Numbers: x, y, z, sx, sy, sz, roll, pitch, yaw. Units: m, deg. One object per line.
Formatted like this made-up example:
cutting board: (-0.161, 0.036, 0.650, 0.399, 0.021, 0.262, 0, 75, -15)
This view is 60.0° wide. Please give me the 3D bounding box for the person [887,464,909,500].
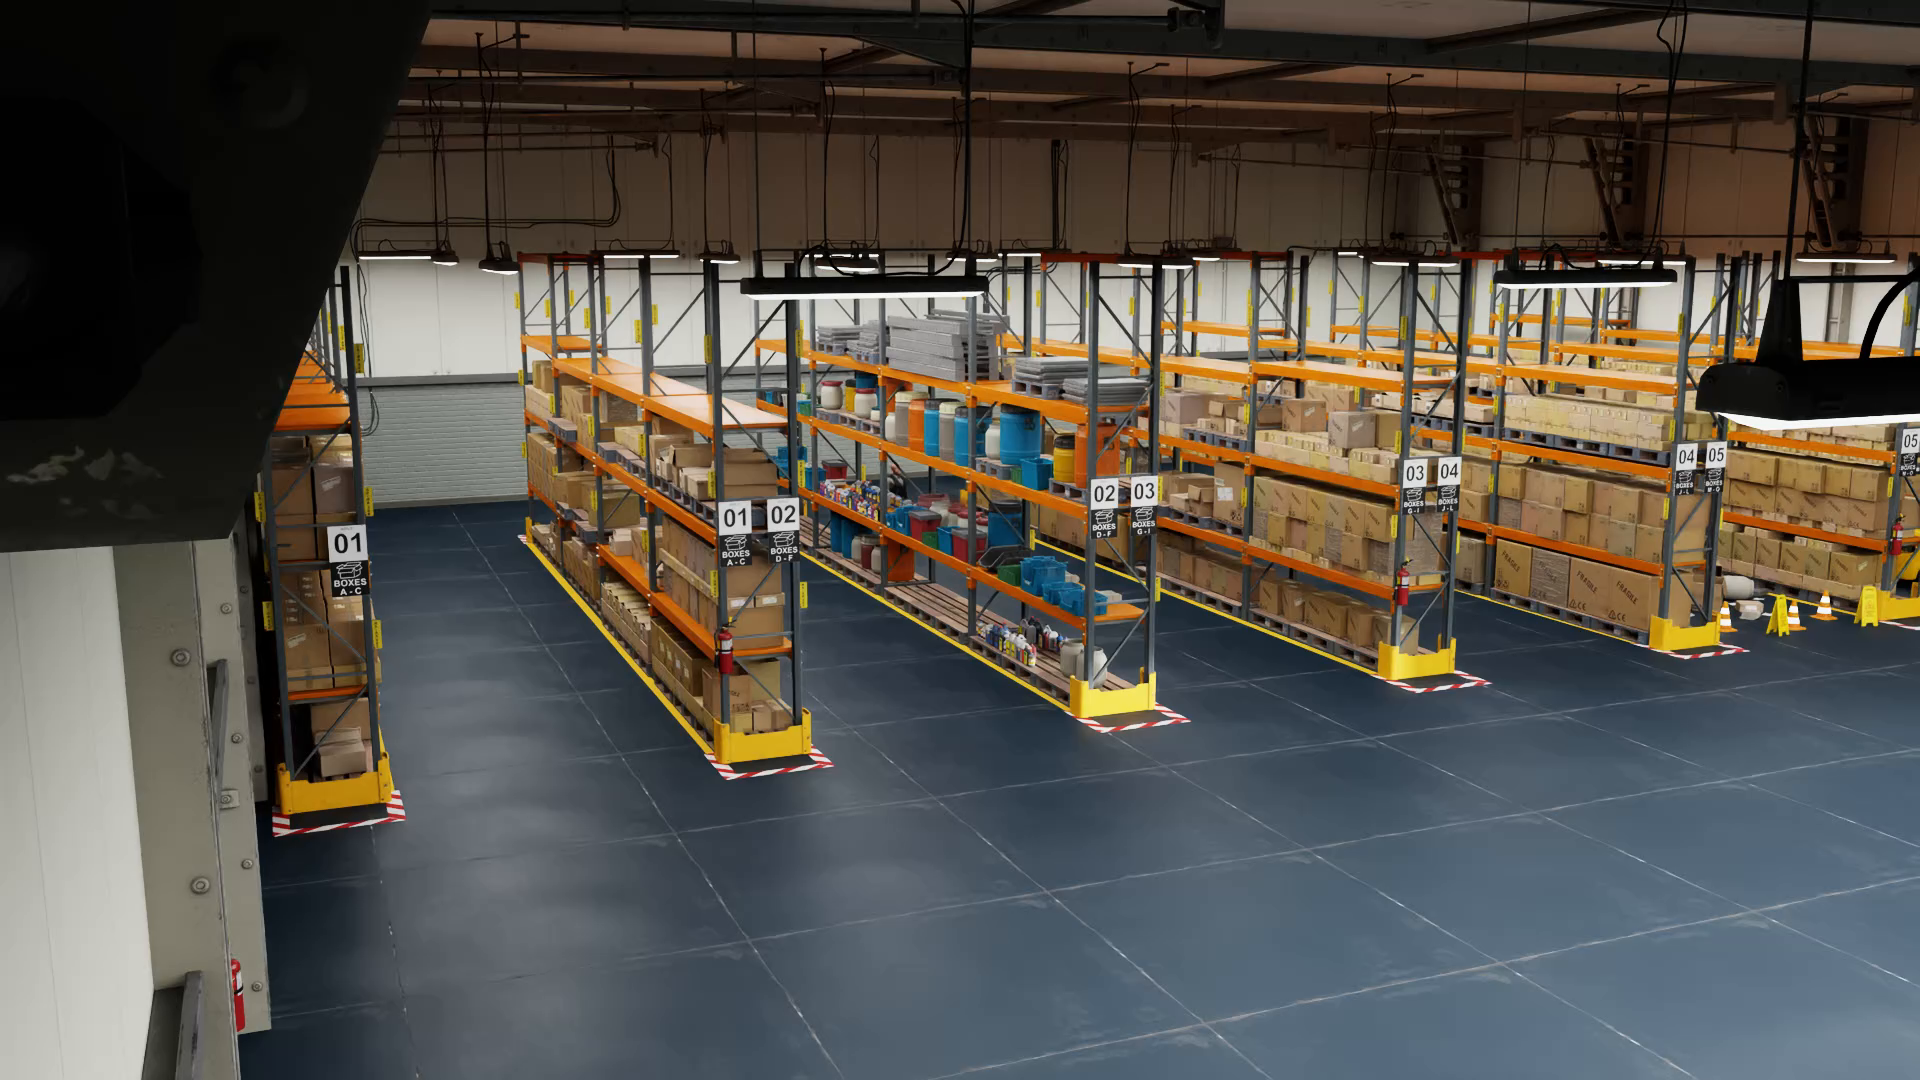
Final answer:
person: (-1.255, -0.720, 34.202, 0.512, 1.740, 0.587, 6, 12, 30)
